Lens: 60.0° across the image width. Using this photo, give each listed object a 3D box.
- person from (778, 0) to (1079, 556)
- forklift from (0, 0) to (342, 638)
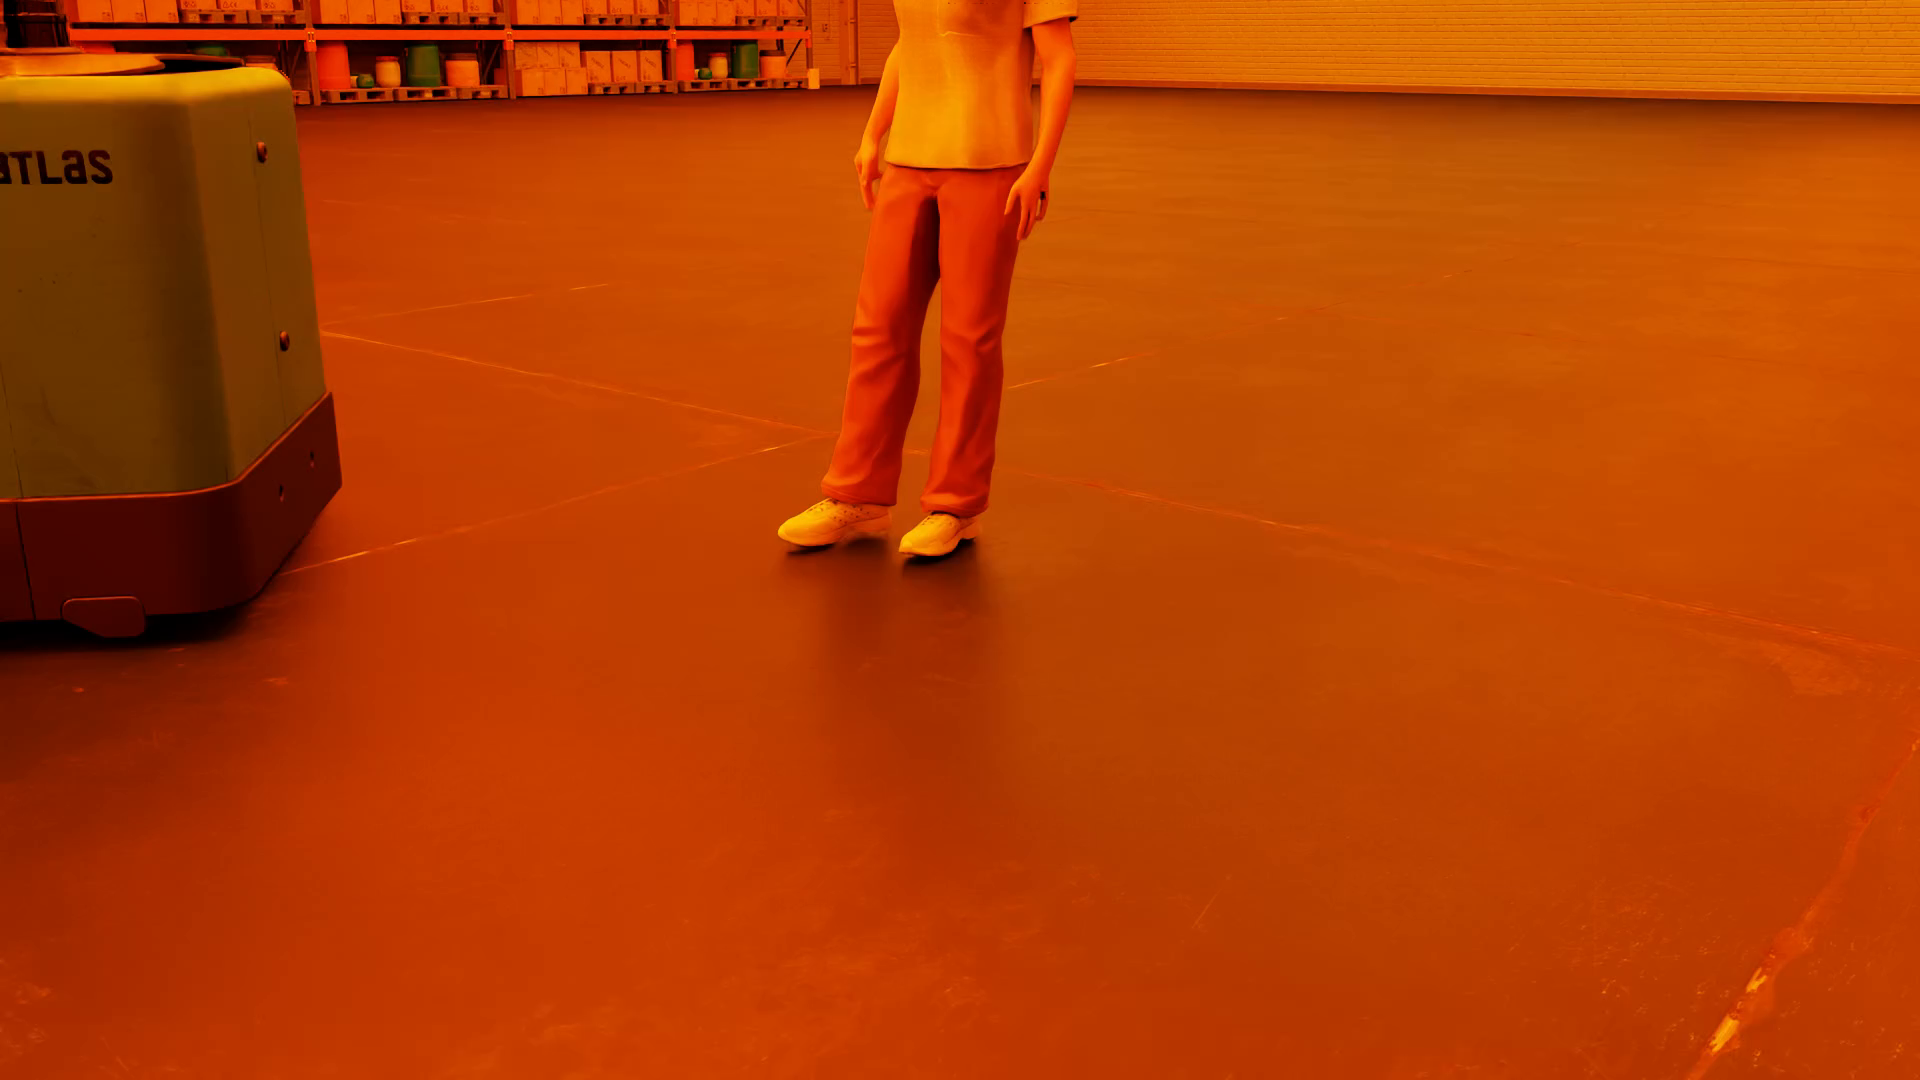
[{"bbox_3d":[-0.055,-0.794,3.649,0.555,1.675,0.549,13,21,37],"label":"person"},{"bbox_3d":[-2.971,-1.280,3.112,3.031,2.935,1.130,-3,17,-8],"label":"forklift"}]
